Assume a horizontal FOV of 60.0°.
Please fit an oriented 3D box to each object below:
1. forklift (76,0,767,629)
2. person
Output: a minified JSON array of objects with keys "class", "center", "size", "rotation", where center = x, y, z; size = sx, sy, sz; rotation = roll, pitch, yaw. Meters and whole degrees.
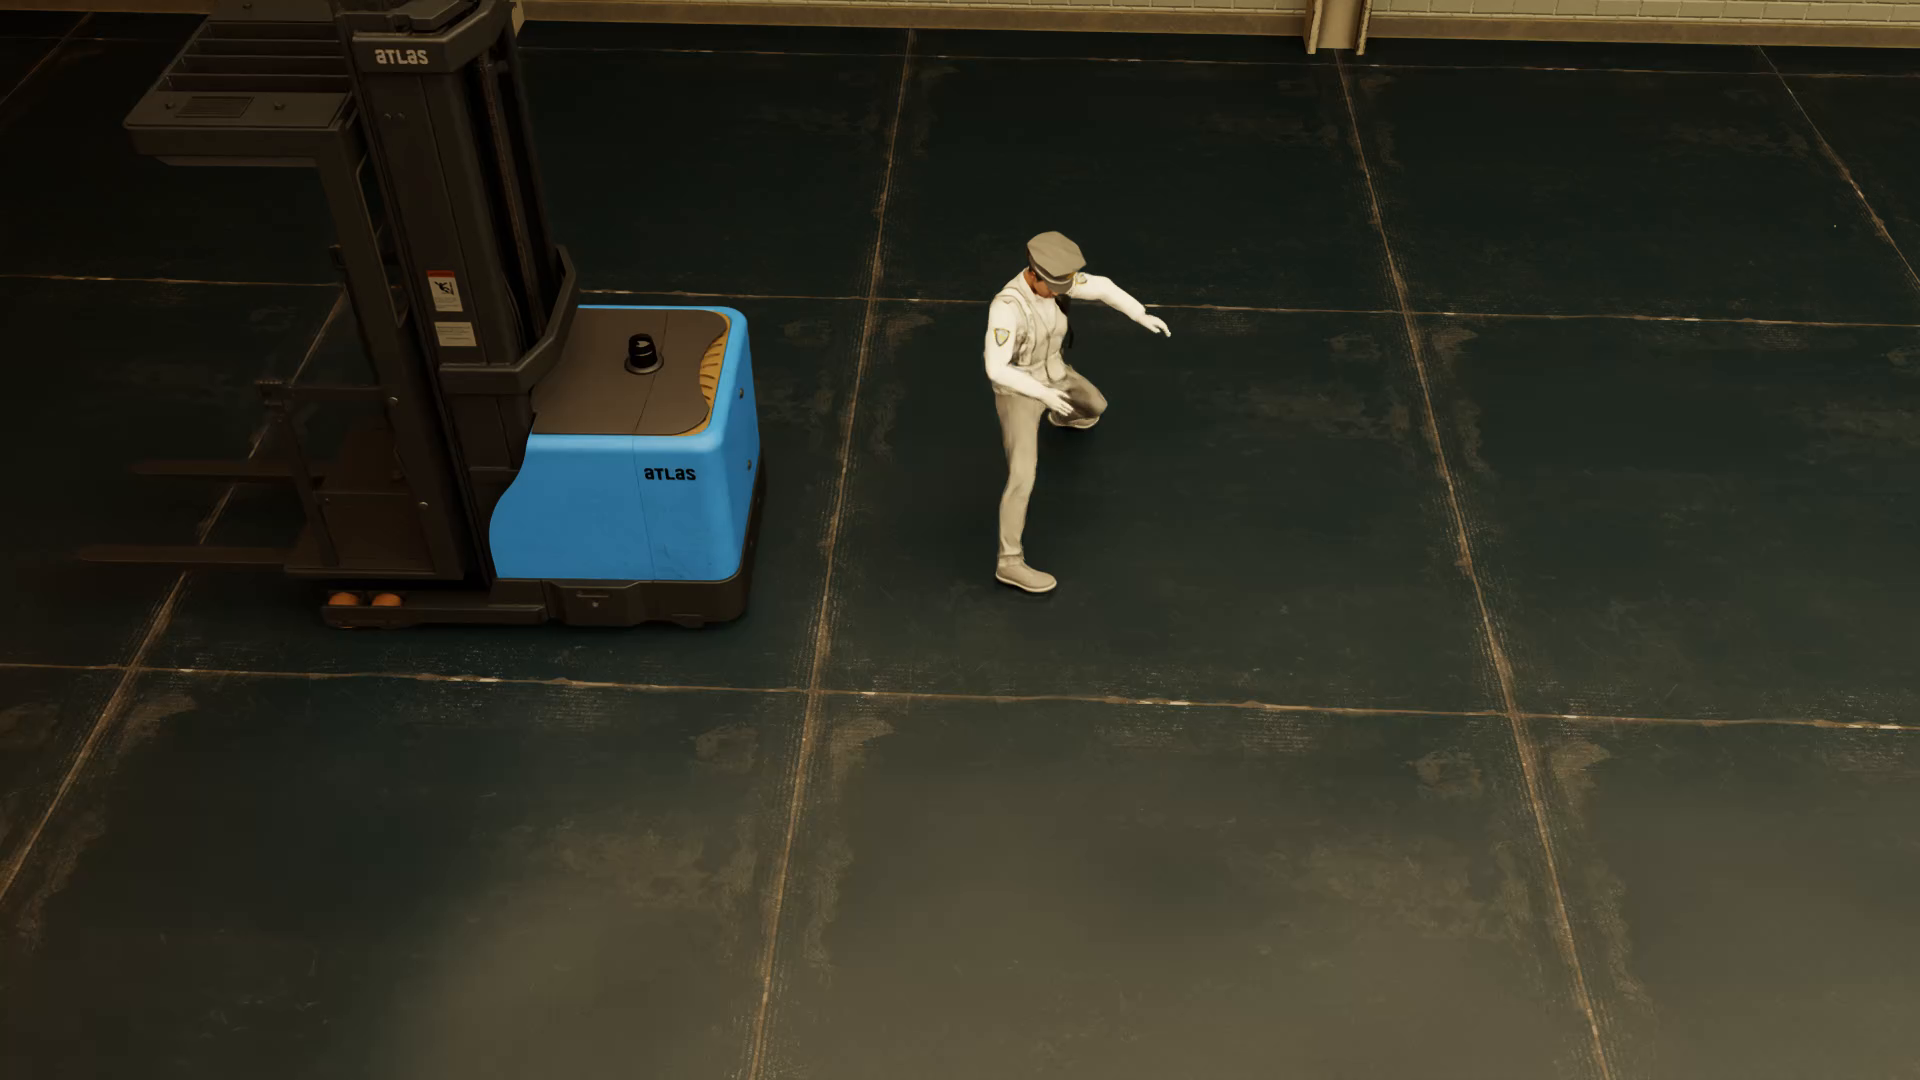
[{"class":"forklift","center":[-2.466,-1.039,6.880],"size":[3.031,2.935,1.130],"rotation":[1,42,1]},{"class":"person","center":[0.472,-0.731,7.621],"size":[0.790,1.473,1.245],"rotation":[32,51,30]}]
